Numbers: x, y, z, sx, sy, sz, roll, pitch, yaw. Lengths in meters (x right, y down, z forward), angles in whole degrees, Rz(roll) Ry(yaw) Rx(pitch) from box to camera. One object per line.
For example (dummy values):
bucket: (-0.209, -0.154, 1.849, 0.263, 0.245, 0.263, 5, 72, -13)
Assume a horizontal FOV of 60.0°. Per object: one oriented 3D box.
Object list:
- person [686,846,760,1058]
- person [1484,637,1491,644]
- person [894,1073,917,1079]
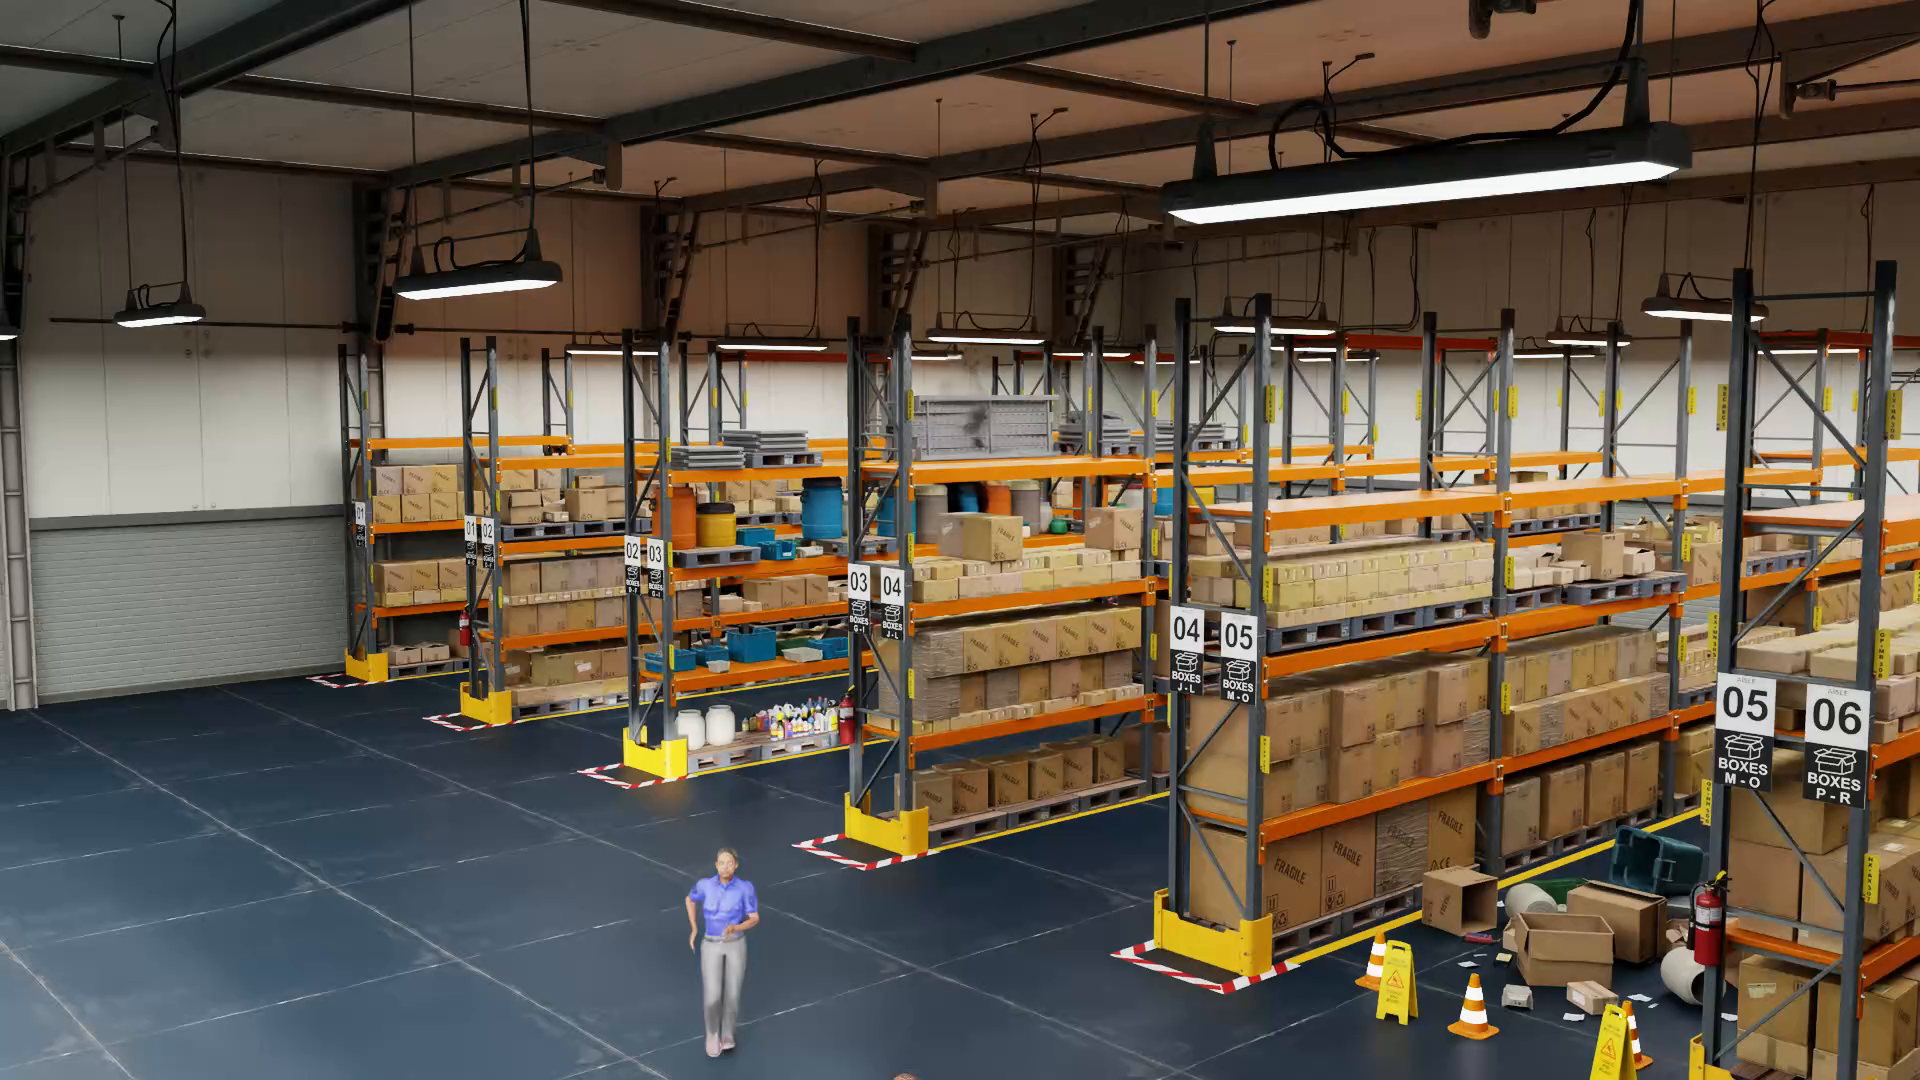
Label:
person: (-1.830, 3.192, 12.864, 0.561, 1.638, 0.622, -1, 5, -10)
person: (7.662, 2.190, 23.994, 0.553, 1.661, 0.493, 4, 7, 40)
person: (-0.271, 3.594, 8.733, 0.522, 1.559, 0.555, 0, 5, 1)
